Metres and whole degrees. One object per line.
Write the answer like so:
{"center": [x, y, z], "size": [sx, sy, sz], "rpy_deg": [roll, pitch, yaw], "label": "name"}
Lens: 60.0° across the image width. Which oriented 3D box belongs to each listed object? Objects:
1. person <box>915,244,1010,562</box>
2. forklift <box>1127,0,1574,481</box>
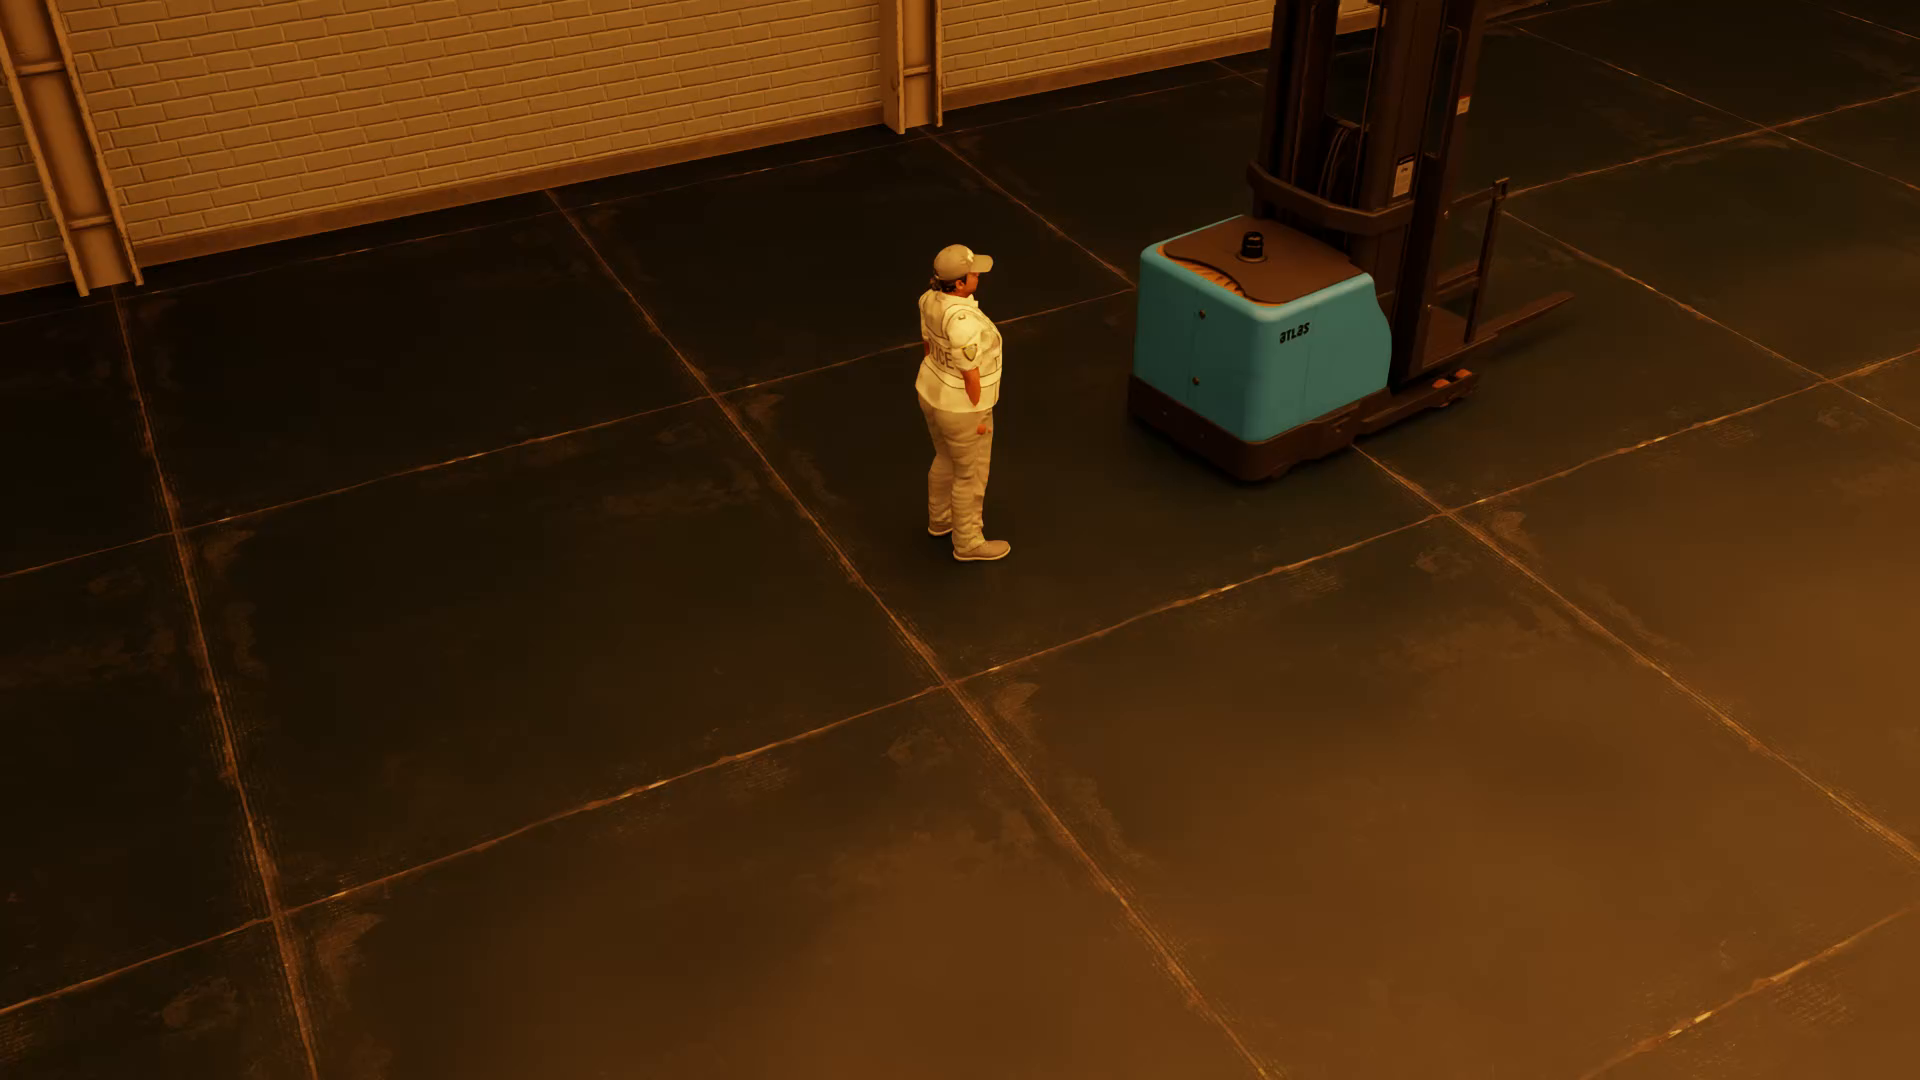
{"center": [0.006, -0.675, 8.181], "size": [0.394, 1.668, 0.483], "rpy_deg": [-17, 39, -23], "label": "person"}
{"center": [2.454, -2.195, 9.228], "size": [3.031, 2.935, 1.130], "rpy_deg": [-23, 41, -29], "label": "forklift"}
